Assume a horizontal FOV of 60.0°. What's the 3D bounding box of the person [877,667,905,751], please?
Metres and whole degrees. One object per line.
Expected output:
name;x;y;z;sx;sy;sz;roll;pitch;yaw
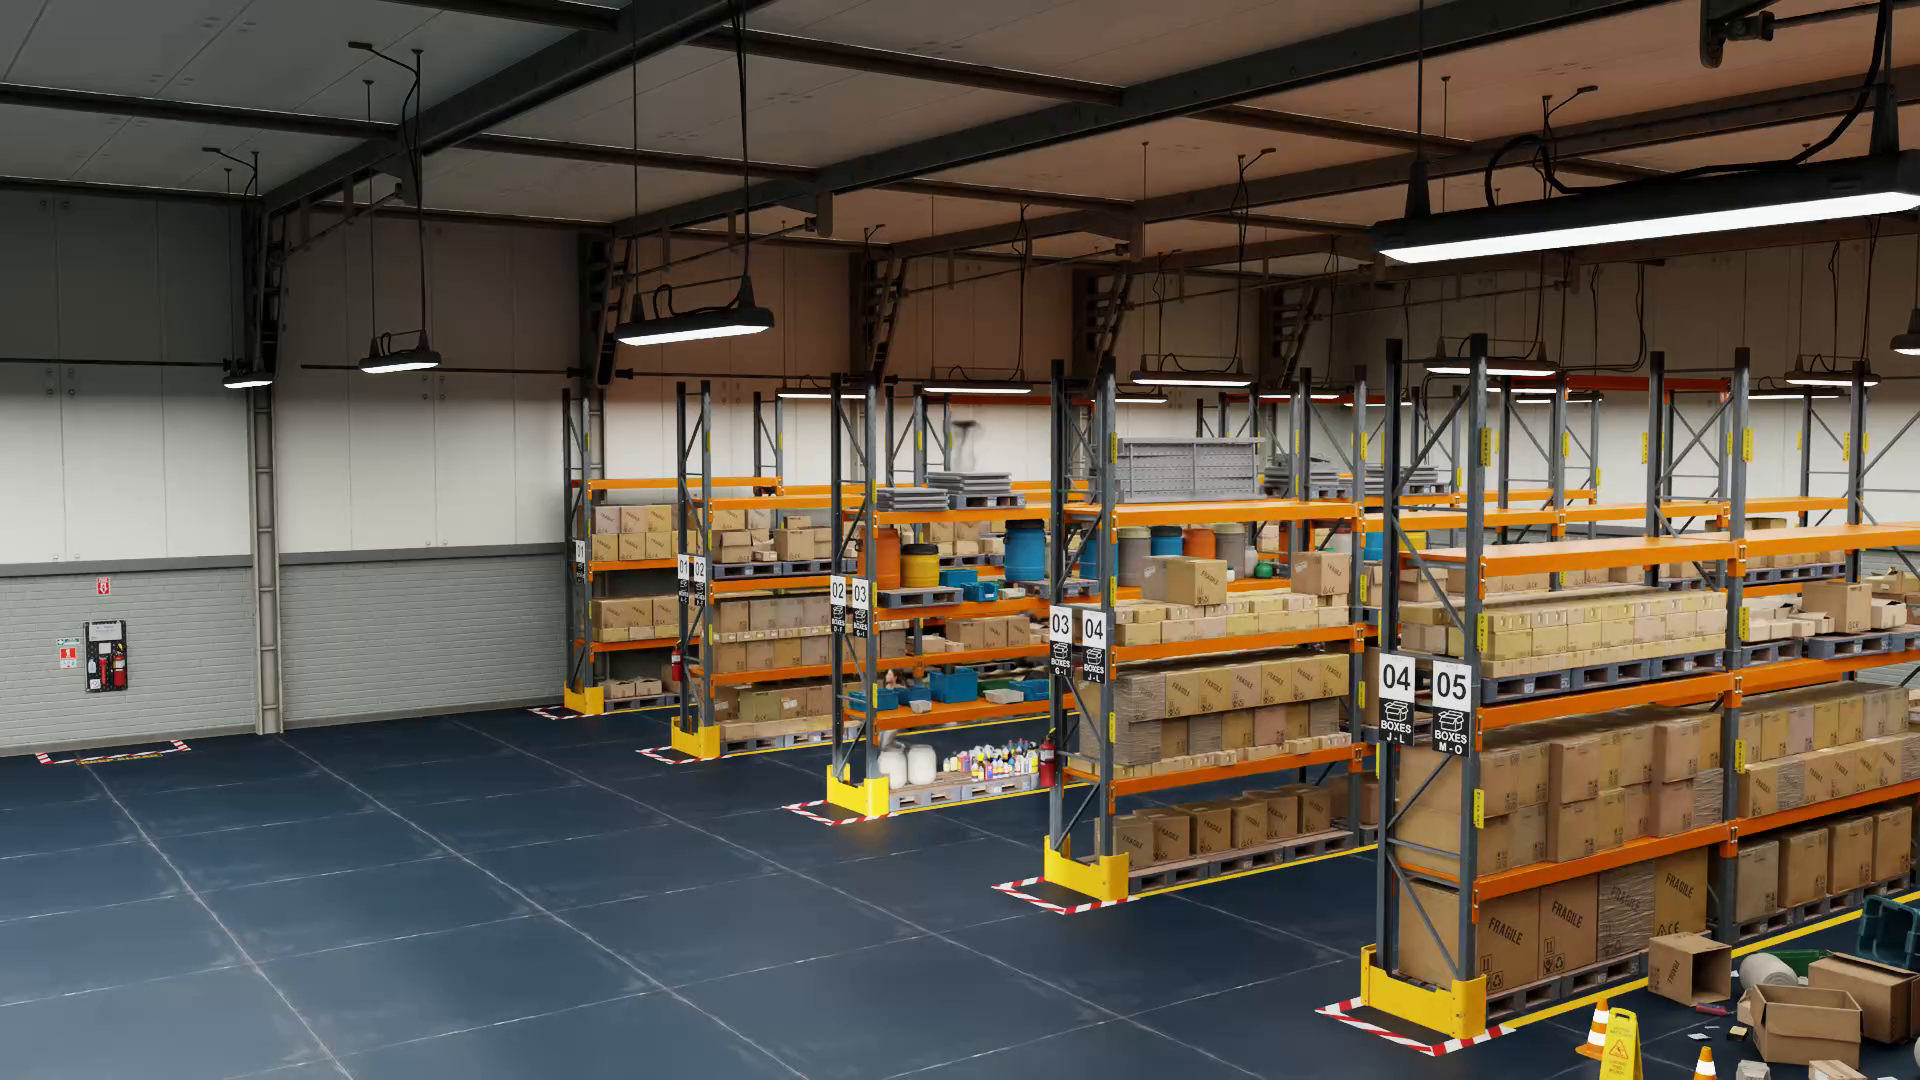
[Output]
person;-1.024;2.741;25.242;0.574;1.628;0.566;-3;5;-38

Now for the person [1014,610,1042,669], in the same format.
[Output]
person;1.307;2.210;34.091;0.712;1.557;0.918;3;5;42
